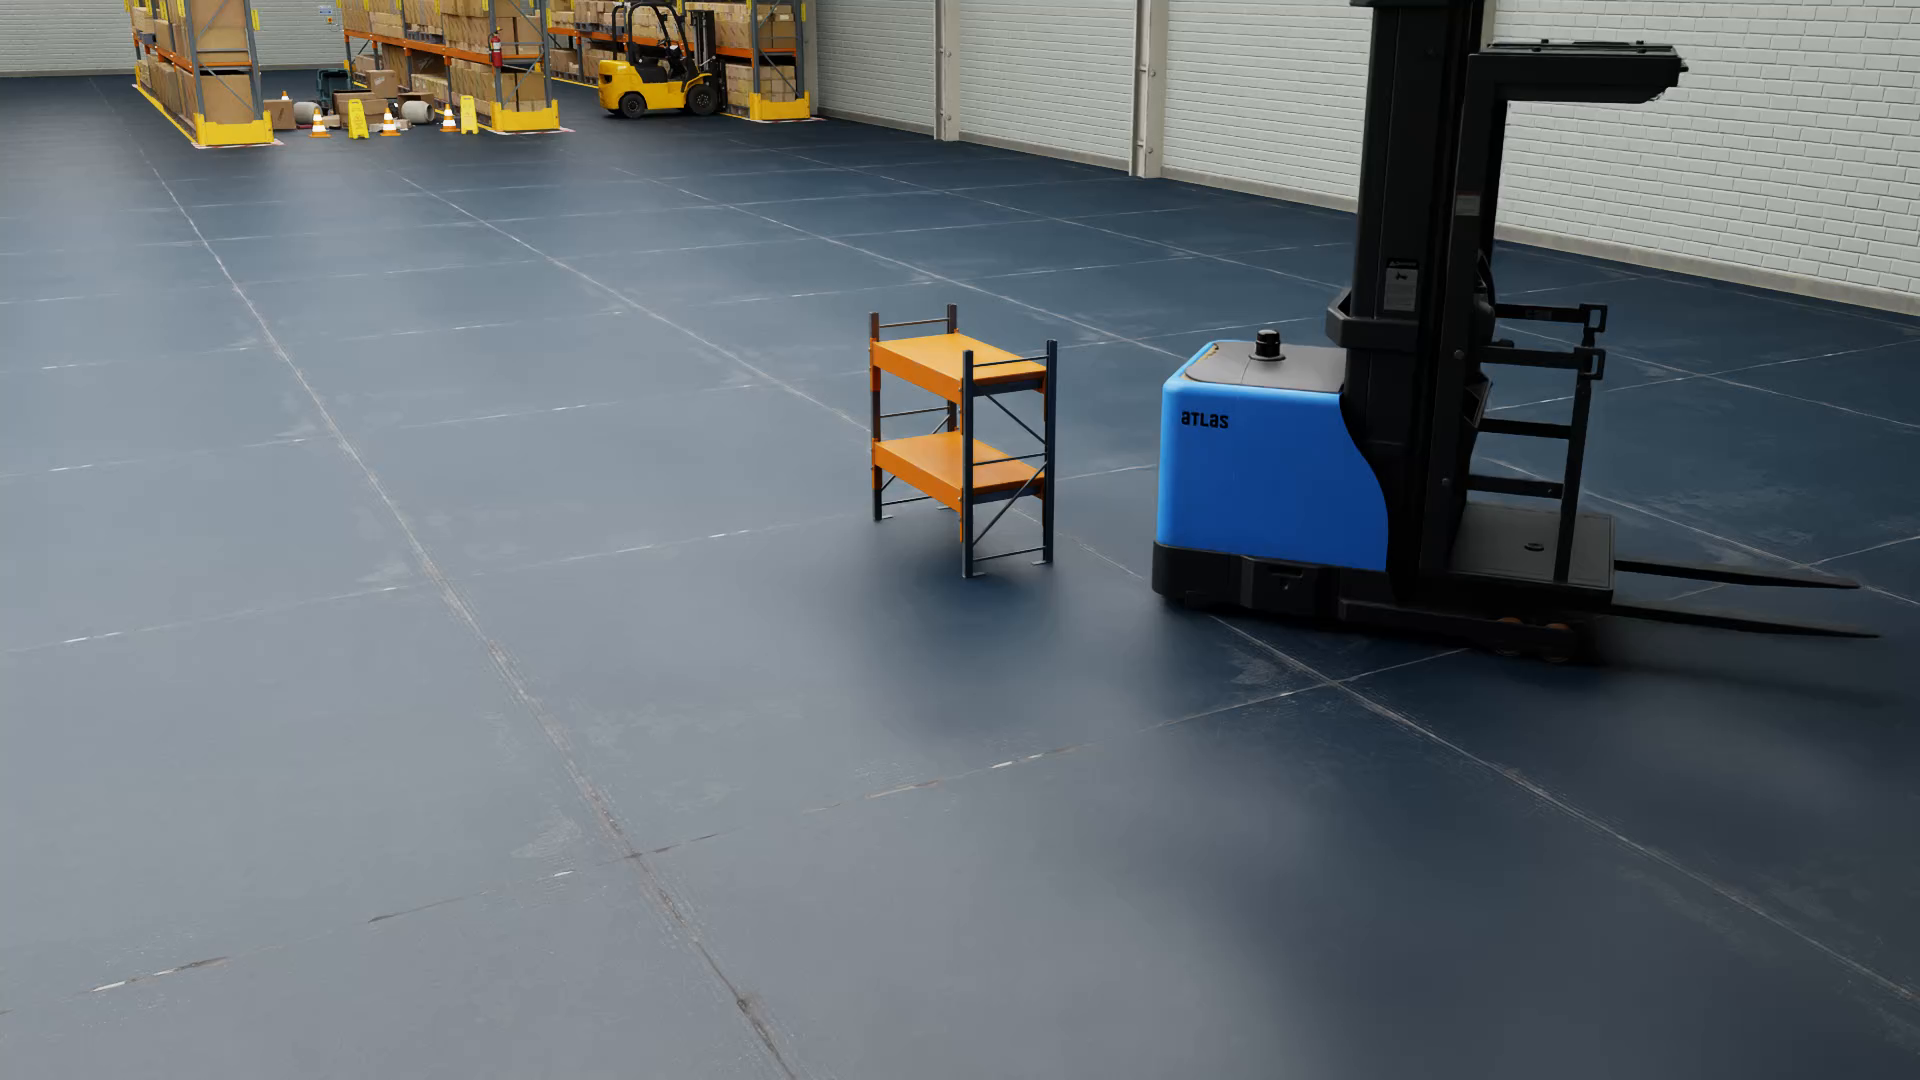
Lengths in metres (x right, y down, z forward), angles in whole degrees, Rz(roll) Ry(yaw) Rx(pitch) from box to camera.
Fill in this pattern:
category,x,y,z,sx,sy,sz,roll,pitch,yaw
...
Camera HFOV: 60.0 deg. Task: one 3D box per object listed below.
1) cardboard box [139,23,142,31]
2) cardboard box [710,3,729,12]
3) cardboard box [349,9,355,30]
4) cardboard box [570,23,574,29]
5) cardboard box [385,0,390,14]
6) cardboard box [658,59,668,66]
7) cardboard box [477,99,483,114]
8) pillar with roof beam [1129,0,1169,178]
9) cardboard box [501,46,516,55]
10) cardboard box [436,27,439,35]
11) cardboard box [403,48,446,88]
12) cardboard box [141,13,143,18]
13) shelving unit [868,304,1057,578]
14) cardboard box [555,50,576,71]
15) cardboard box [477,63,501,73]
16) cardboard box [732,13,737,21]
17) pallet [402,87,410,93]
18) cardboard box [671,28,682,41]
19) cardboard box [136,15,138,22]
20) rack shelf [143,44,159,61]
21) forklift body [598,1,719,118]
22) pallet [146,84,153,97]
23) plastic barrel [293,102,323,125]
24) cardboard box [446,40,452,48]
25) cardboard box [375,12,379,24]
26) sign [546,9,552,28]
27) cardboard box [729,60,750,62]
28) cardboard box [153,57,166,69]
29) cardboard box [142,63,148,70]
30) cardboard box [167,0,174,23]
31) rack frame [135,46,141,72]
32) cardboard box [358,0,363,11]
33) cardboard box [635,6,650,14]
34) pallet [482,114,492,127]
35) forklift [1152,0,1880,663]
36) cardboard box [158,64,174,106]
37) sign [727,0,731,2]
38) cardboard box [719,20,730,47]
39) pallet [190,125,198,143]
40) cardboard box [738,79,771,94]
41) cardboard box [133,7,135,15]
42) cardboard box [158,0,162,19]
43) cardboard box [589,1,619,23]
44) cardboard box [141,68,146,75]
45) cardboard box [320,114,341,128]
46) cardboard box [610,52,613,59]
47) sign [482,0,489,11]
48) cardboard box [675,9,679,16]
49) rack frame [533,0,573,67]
category,x,y,z,sx,sy,sz,roll,pitch,yaw
cardboard box,-17.380,-11.009,35.677,0.380,0.149,0.250,-11,22,-29
cardboard box,-4.858,-10.829,33.811,0.380,0.149,0.250,-10,21,-27
cardboard box,-15.029,-13.079,41.784,0.500,0.500,0.500,-10,21,-27
cardboard box,-9.745,-13.131,42.471,0.380,0.149,0.250,-9,21,-25
cardboard box,-12.652,-12.125,37.485,0.500,0.500,0.500,-10,21,-27
cardboard box,-6.408,-10.493,37.437,0.875,0.625,0.625,-11,22,-29
cardboard box,-8.756,-8.150,31.223,0.500,0.250,0.500,-10,21,-26
pillar with roof beam,-1.158,-8.745,20.178,9.100,9.000,0.400,-10,21,-27
cardboard box,-8.263,-8.866,30.113,0.380,0.149,0.250,-9,21,-25
cardboard box,-10.393,-10.322,33.689,0.380,0.149,0.250,-11,22,-28
cardboard box,-11.951,-10.613,37.402,0.875,0.875,0.875,-10,22,-27
cardboard box,-16.882,-10.990,34.711,0.380,0.149,0.250,-9,21,-25
shelving unit,-0.003,-0.534,8.454,0.538,1.125,1.048,-10,21,-27
cardboard box,-10.386,-12.682,43.973,0.500,0.500,0.500,-10,21,-26
cardboard box,-8.740,-8.755,30.833,0.380,0.149,0.250,-9,21,-25
cardboard box,-4.266,-10.317,32.783,0.380,0.149,0.250,-10,21,-27
pallet,-12.004,-10.127,37.657,1.003,0.211,1.213,-10,21,-27
cardboard box,-5.899,-10.862,35.742,0.500,0.250,0.500,-9,21,-25
cardboard box,-17.749,-11.373,36.278,0.380,0.149,0.250,-11,22,-29
rack shelf,-16.954,-10.646,35.987,1.077,0.370,4.000,-10,21,-27
forklift body,-6.036,-9.541,32.985,2.313,2.155,1.214,-10,21,-27
pallet,-18.254,-10.429,38.532,1.003,0.211,1.213,-10,21,-27
plastic barrel,-12.216,-7.958,31.044,0.512,0.421,0.421,4,19,11
cardboard box,-9.929,-9.800,32.820,0.380,0.149,0.250,-10,21,-27
cardboard box,-13.362,-12.206,38.869,0.500,0.250,0.500,-10,21,-26
sign,-7.419,-9.404,29.959,0.100,0.325,0.005,-10,21,-27
cardboard box,-4.544,-9.799,34.468,0.500,0.250,0.500,-10,21,-26
cardboard box,-17.036,-10.230,35.720,0.500,0.250,0.500,-9,21,-25
cardboard box,-18.986,-11.117,39.065,0.380,0.149,0.250,-11,22,-29
cardboard box,-13.960,-9.734,30.356,0.875,0.550,0.550,-10,21,-27
rack frame,-19.803,-12.708,40.862,1.000,3.000,0.127,-10,21,-27
cardboard box,-14.296,-13.115,40.355,0.500,0.500,0.500,-10,22,-27
cardboard box,-7.165,-12.048,37.800,0.380,0.149,0.250,-9,21,-25
pallet,-8.288,-7.853,31.067,1.003,0.211,1.213,-10,21,-27
forklift,2.466,-1.057,7.201,3.031,2.935,1.130,7,20,19
cardboard box,-15.376,-9.108,33.232,1.050,0.750,0.750,-10,21,-26
sign,-4.942,-11.362,35.512,0.100,0.325,0.005,-10,21,-27
cardboard box,-4.477,-10.126,33.225,0.500,0.500,0.500,-10,22,-28
pallet,-12.654,-7.014,28.636,1.003,0.211,1.213,-10,21,-27
cardboard box,-4.037,-8.907,32.651,0.500,0.250,0.500,-10,22,-27
cardboard box,-18.121,-11.737,36.875,0.380,0.149,0.250,-9,21,-24
cardboard box,-15.800,-10.801,33.649,0.700,0.500,0.500,-10,21,-27
cardboard box,-8.577,-12.824,40.400,0.700,0.500,0.500,-10,21,-27
cardboard box,-19.479,-11.275,39.979,0.380,0.149,0.250,-9,21,-25
cardboard box,-11.668,-7.763,30.721,0.396,0.266,0.258,-6,20,-17
cardboard box,-8.234,-11.714,40.173,0.380,0.149,0.250,-10,22,-27
sign,-8.395,-9.527,29.384,0.100,0.325,0.005,-10,21,-27
cardboard box,-5.926,-11.318,35.685,0.380,0.149,0.250,-10,22,-27
rack frame,-11.128,-14.274,45.399,1.000,3.000,0.127,-10,21,-27
